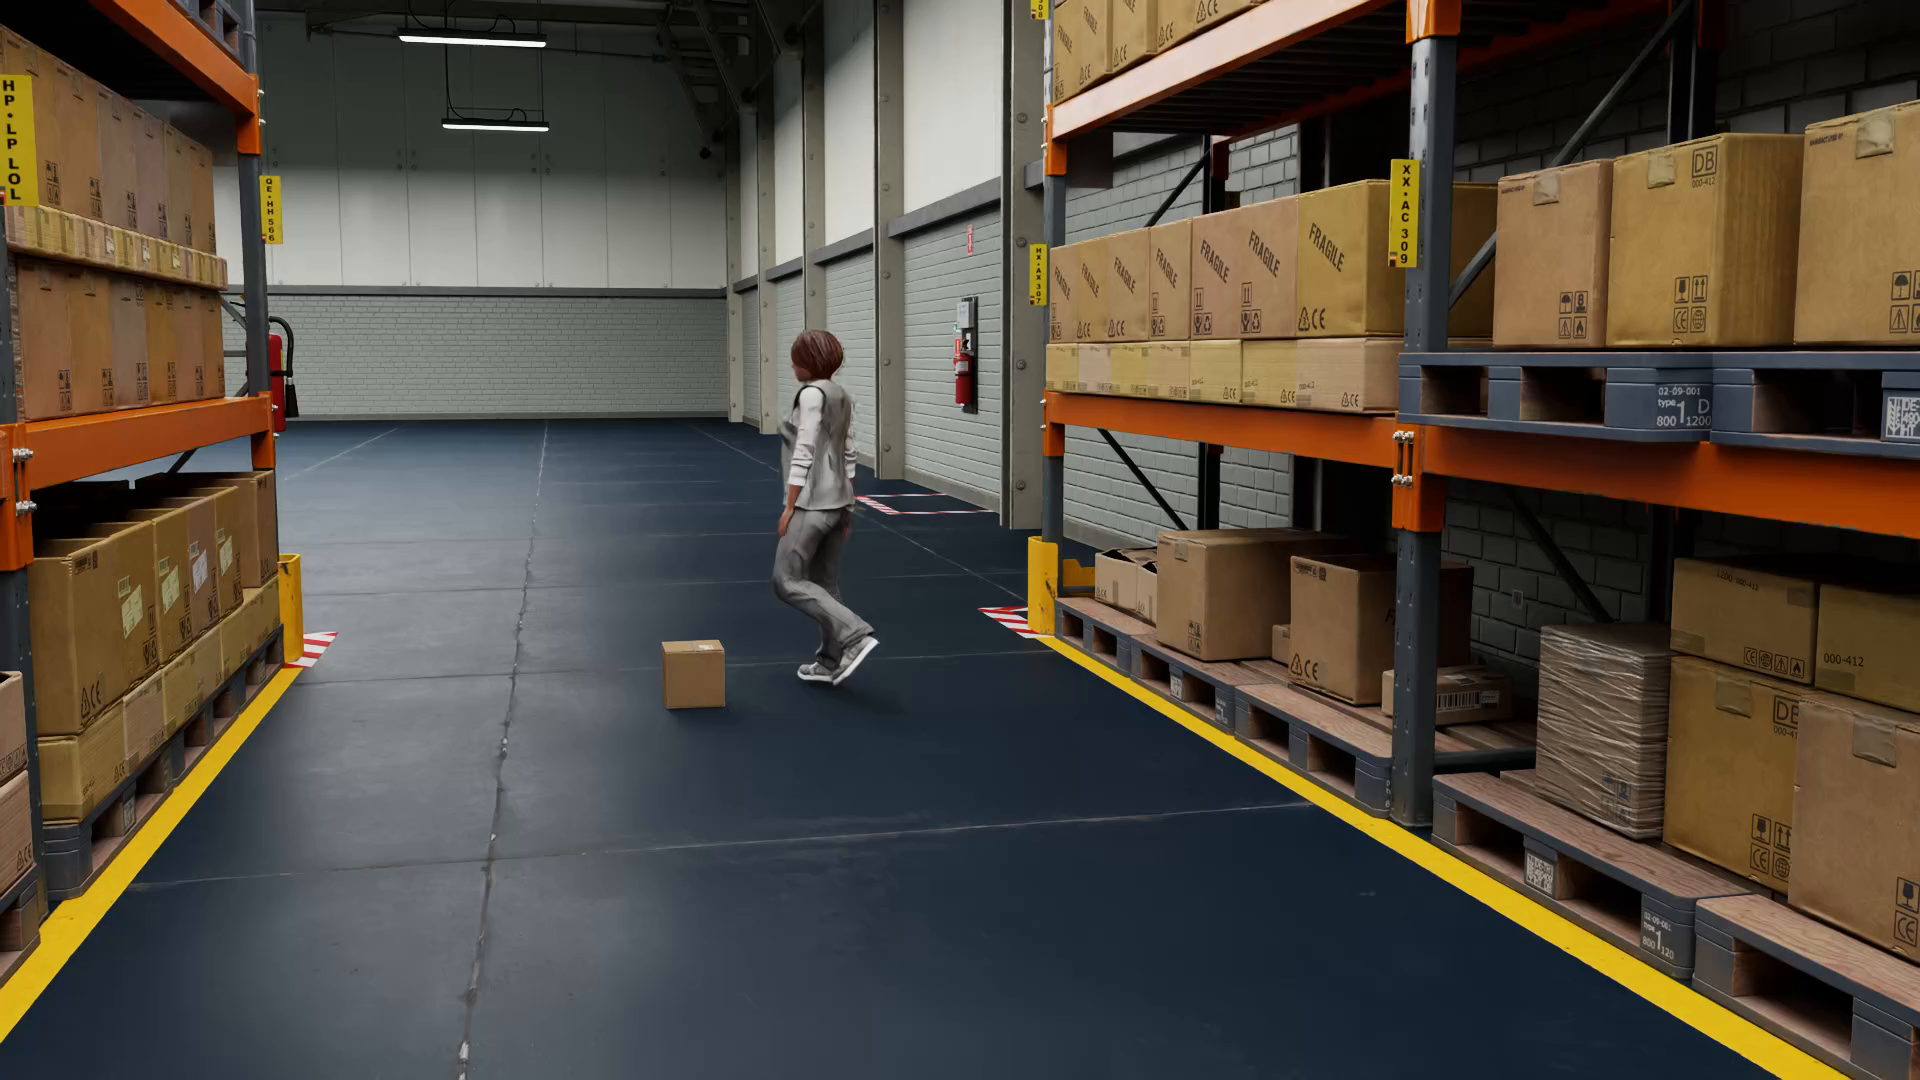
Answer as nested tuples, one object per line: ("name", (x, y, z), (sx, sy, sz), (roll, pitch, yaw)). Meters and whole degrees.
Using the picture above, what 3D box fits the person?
("person", (-0.568, -0.122, 7.307), (0.507, 1.594, 0.545), (2, 7, 16))
